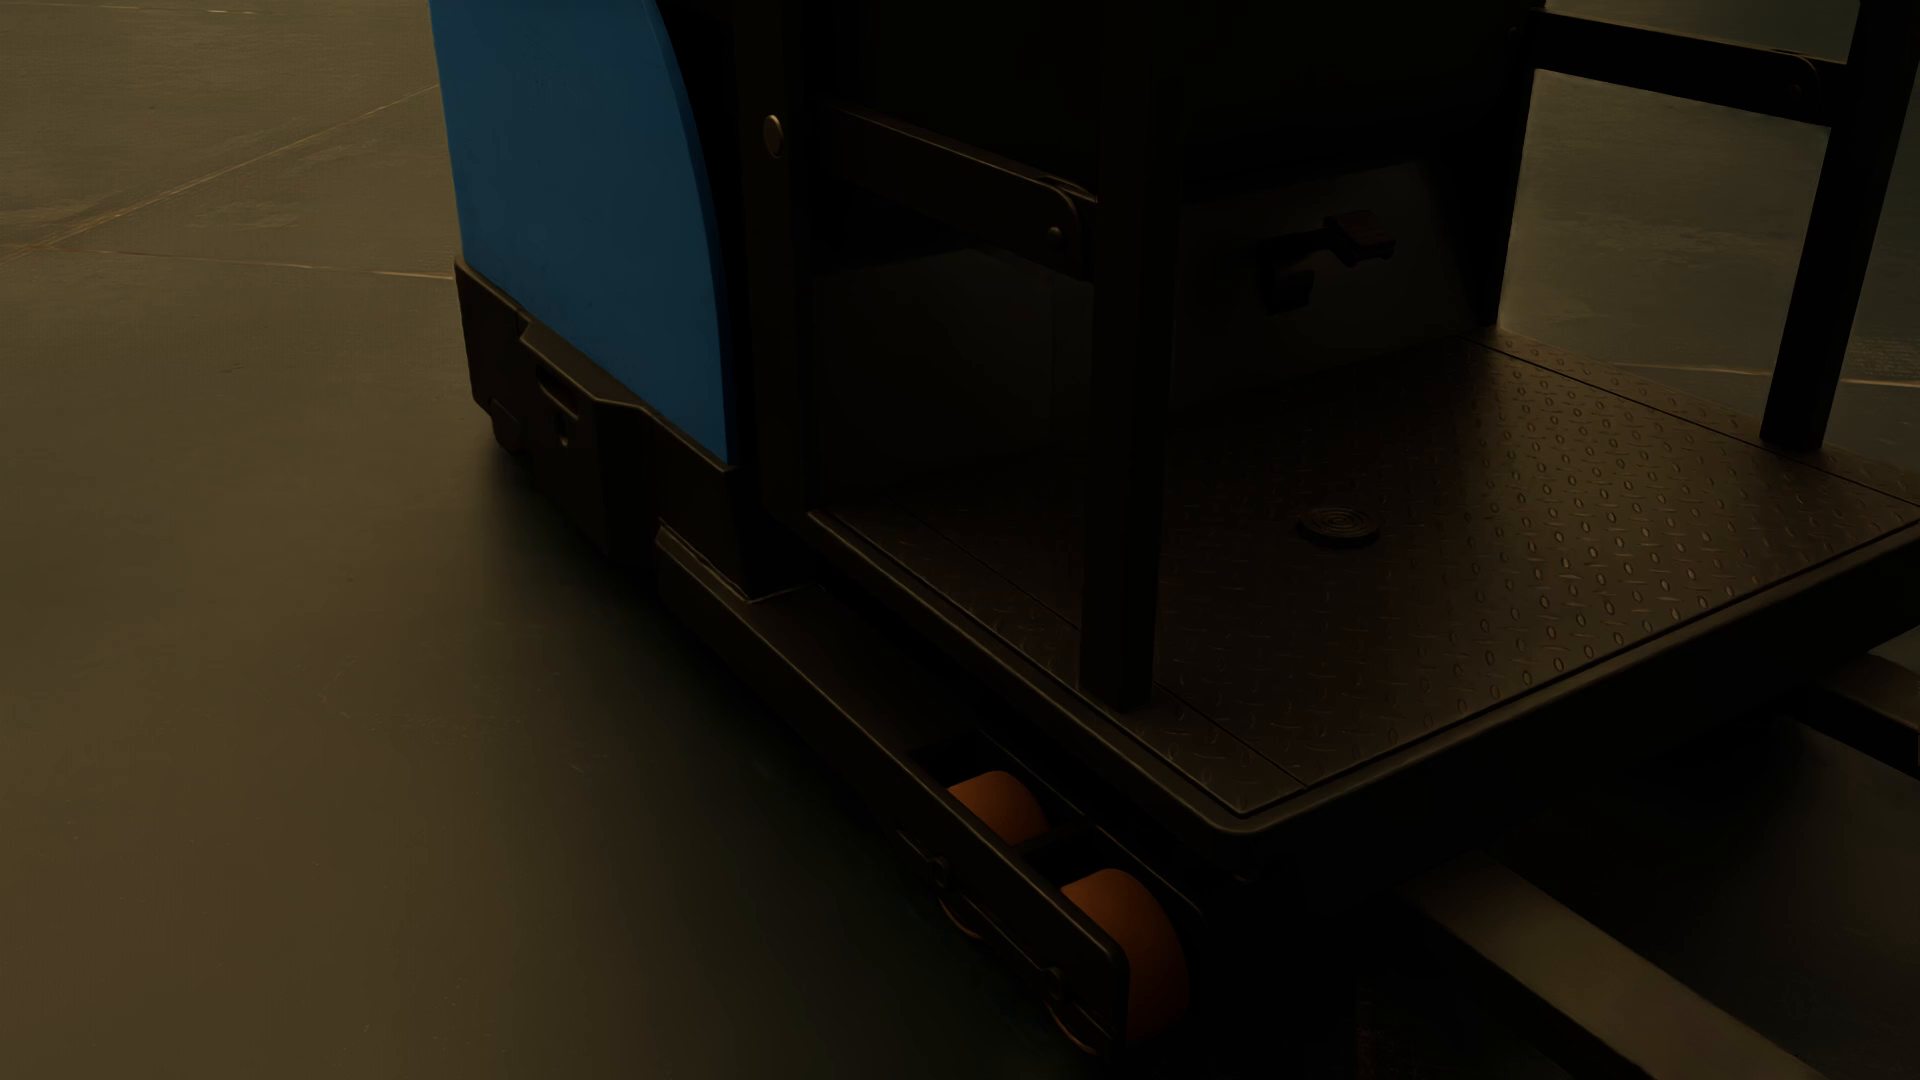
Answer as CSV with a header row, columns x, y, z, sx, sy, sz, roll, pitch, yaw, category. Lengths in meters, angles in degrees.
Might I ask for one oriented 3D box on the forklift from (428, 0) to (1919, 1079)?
x,y,z,sx,sy,sz,roll,pitch,yaw,category
0.399,-1.075,1.378,1.130,2.935,3.031,-17,31,-29,forklift
